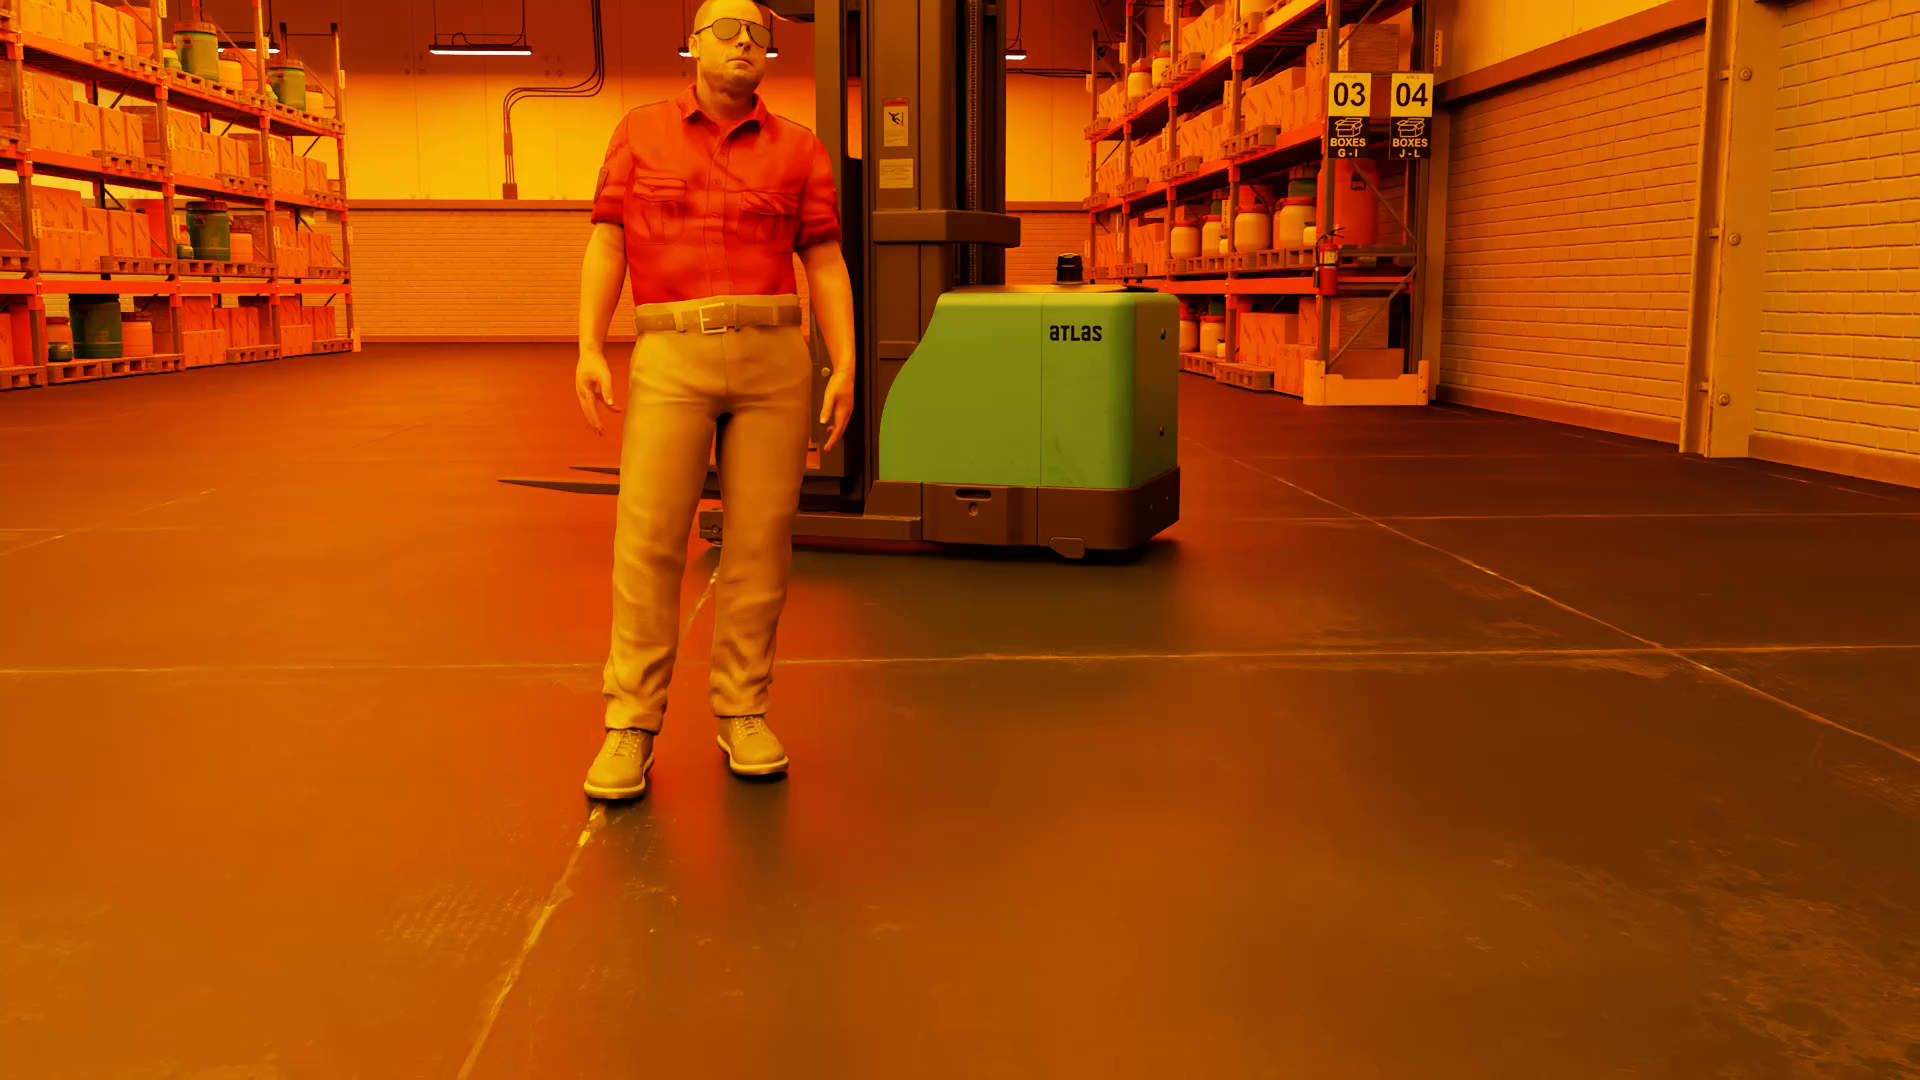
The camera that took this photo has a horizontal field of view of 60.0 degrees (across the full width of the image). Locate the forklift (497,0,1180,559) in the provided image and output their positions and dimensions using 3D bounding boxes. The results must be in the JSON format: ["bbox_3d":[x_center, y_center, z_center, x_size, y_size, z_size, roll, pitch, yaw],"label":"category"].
[{"bbox_3d":[-0.594,-1.480,7.297,3.031,2.935,1.130,3,9,19],"label":"forklift"}]

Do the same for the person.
[{"bbox_3d":[-0.533,-0.344,3.686,0.640,1.727,0.551,-2,9,-12],"label":"person"}]
